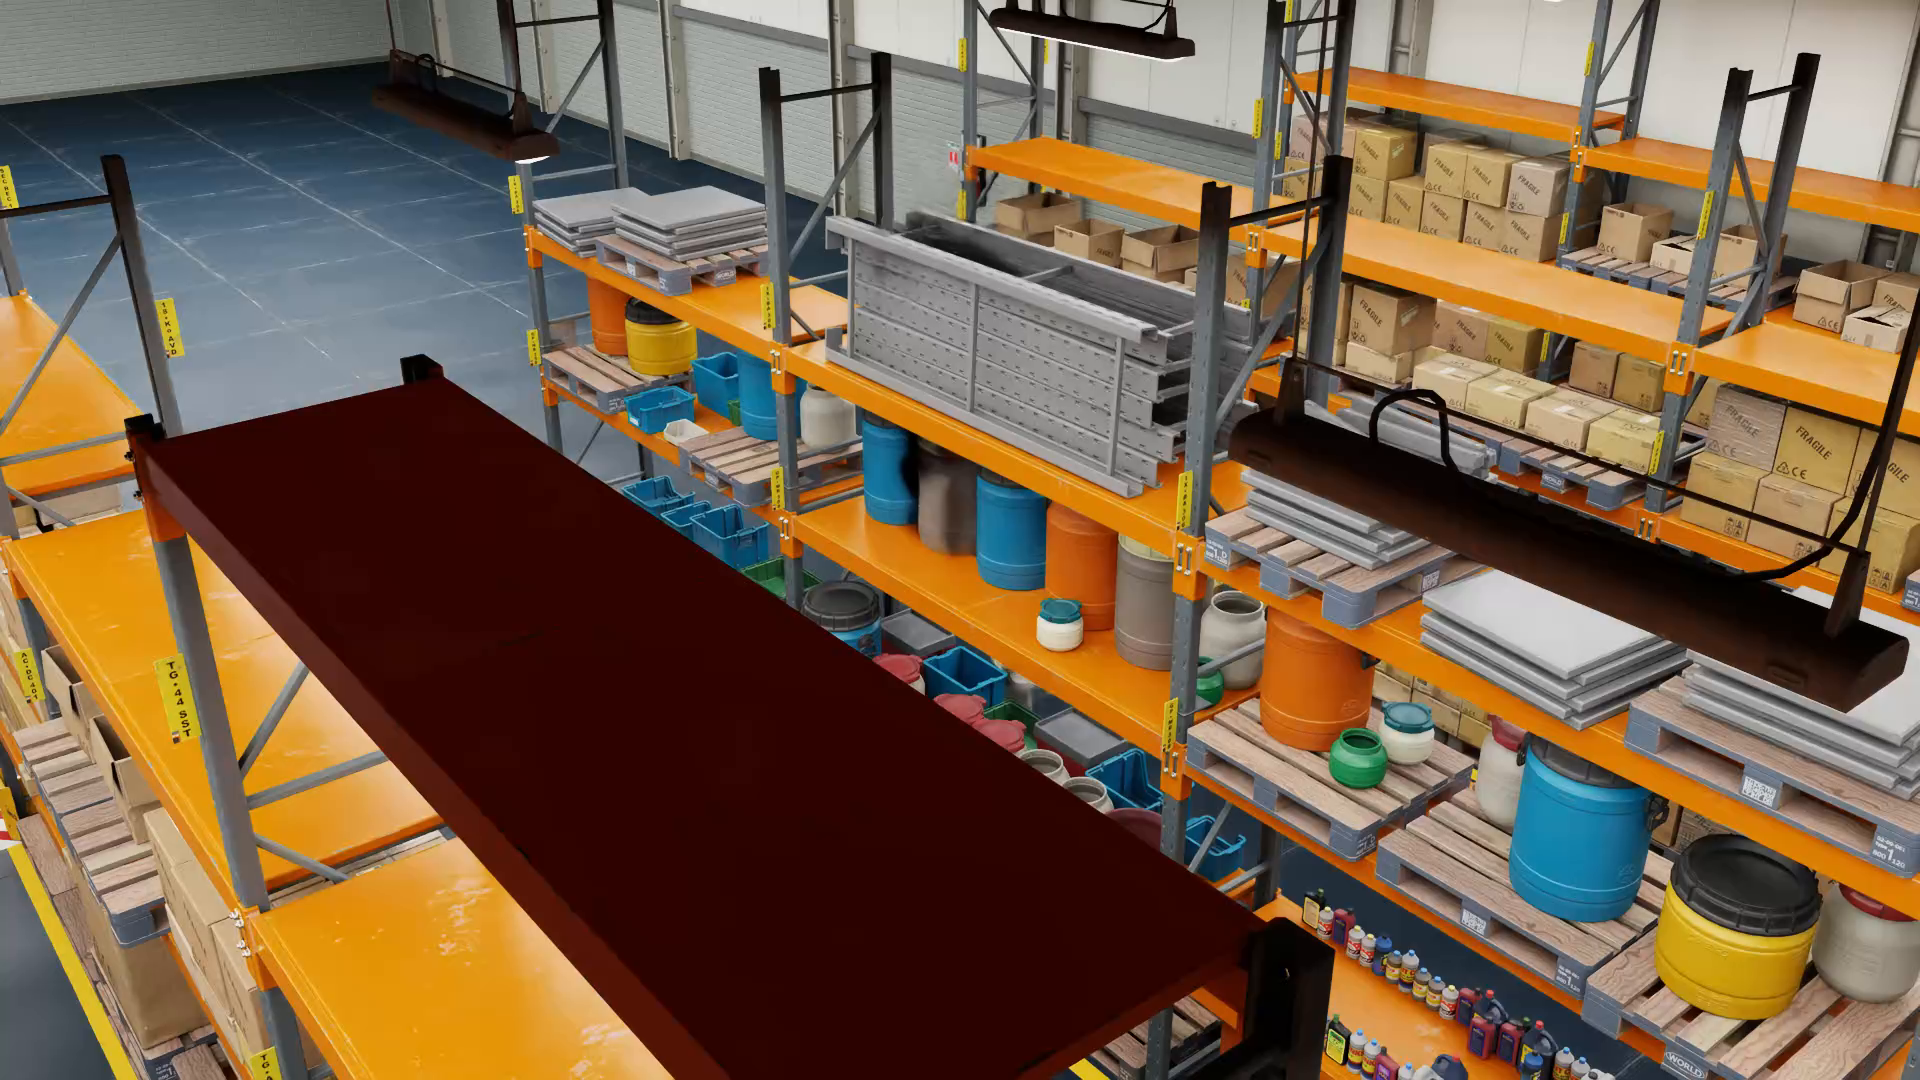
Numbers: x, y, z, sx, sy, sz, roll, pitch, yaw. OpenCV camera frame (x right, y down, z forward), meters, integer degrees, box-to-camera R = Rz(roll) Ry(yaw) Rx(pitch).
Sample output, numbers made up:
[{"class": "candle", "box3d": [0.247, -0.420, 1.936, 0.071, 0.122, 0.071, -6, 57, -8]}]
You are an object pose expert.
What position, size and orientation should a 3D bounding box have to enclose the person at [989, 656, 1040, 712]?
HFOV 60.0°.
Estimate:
[{"class": "person", "box3d": [0.531, 1.197, 13.909, 0.529, 1.725, 0.814, -23, 34, -39]}]
